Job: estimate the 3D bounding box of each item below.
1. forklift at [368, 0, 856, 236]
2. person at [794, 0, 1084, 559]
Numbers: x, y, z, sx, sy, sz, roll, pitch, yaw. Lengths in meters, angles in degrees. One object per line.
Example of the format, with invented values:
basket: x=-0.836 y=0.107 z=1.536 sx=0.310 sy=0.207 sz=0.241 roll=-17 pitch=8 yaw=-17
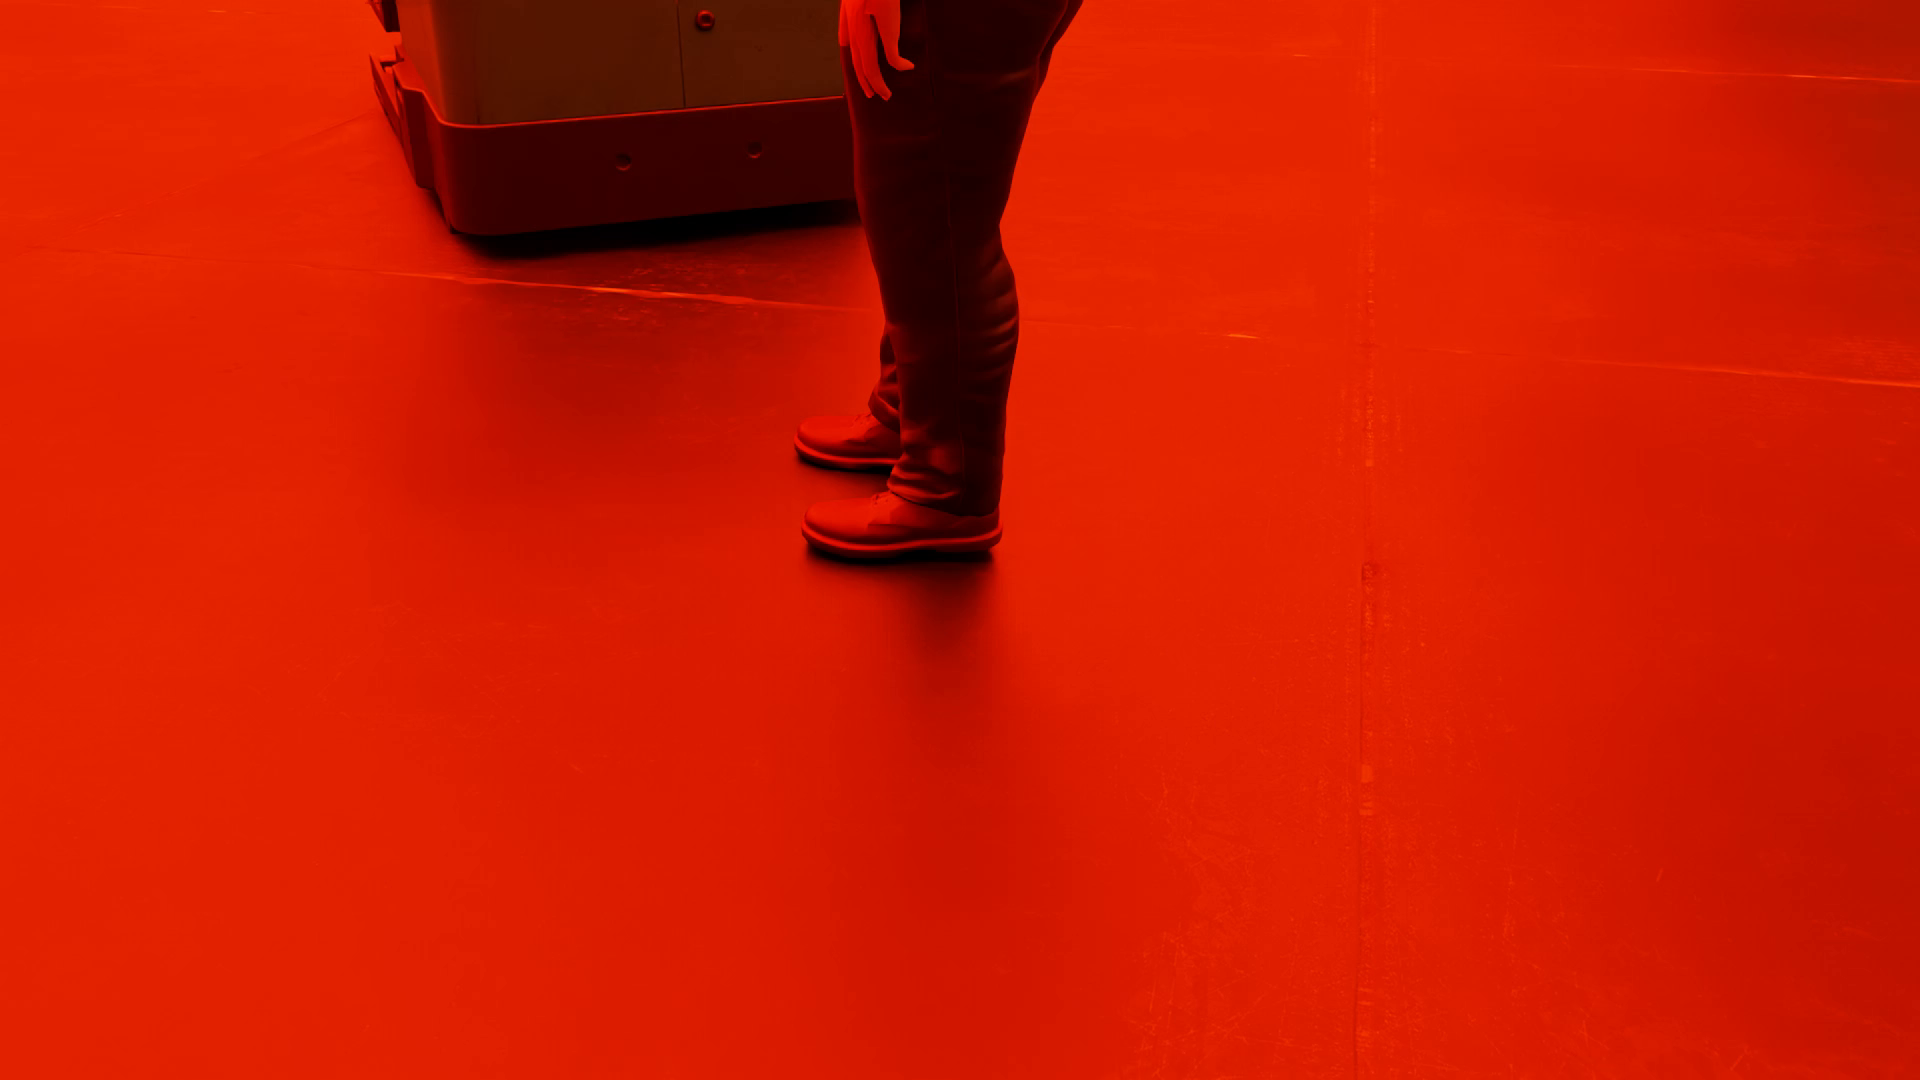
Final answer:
forklift: x=-1.177 y=-2.622 z=4.443 sx=1.130 sy=2.935 sz=3.031 roll=-10 pitch=29 yaw=-20
person: x=-0.083 y=-0.760 z=2.164 sx=0.502 sy=1.651 sz=0.598 roll=6 pitch=27 yaw=11
